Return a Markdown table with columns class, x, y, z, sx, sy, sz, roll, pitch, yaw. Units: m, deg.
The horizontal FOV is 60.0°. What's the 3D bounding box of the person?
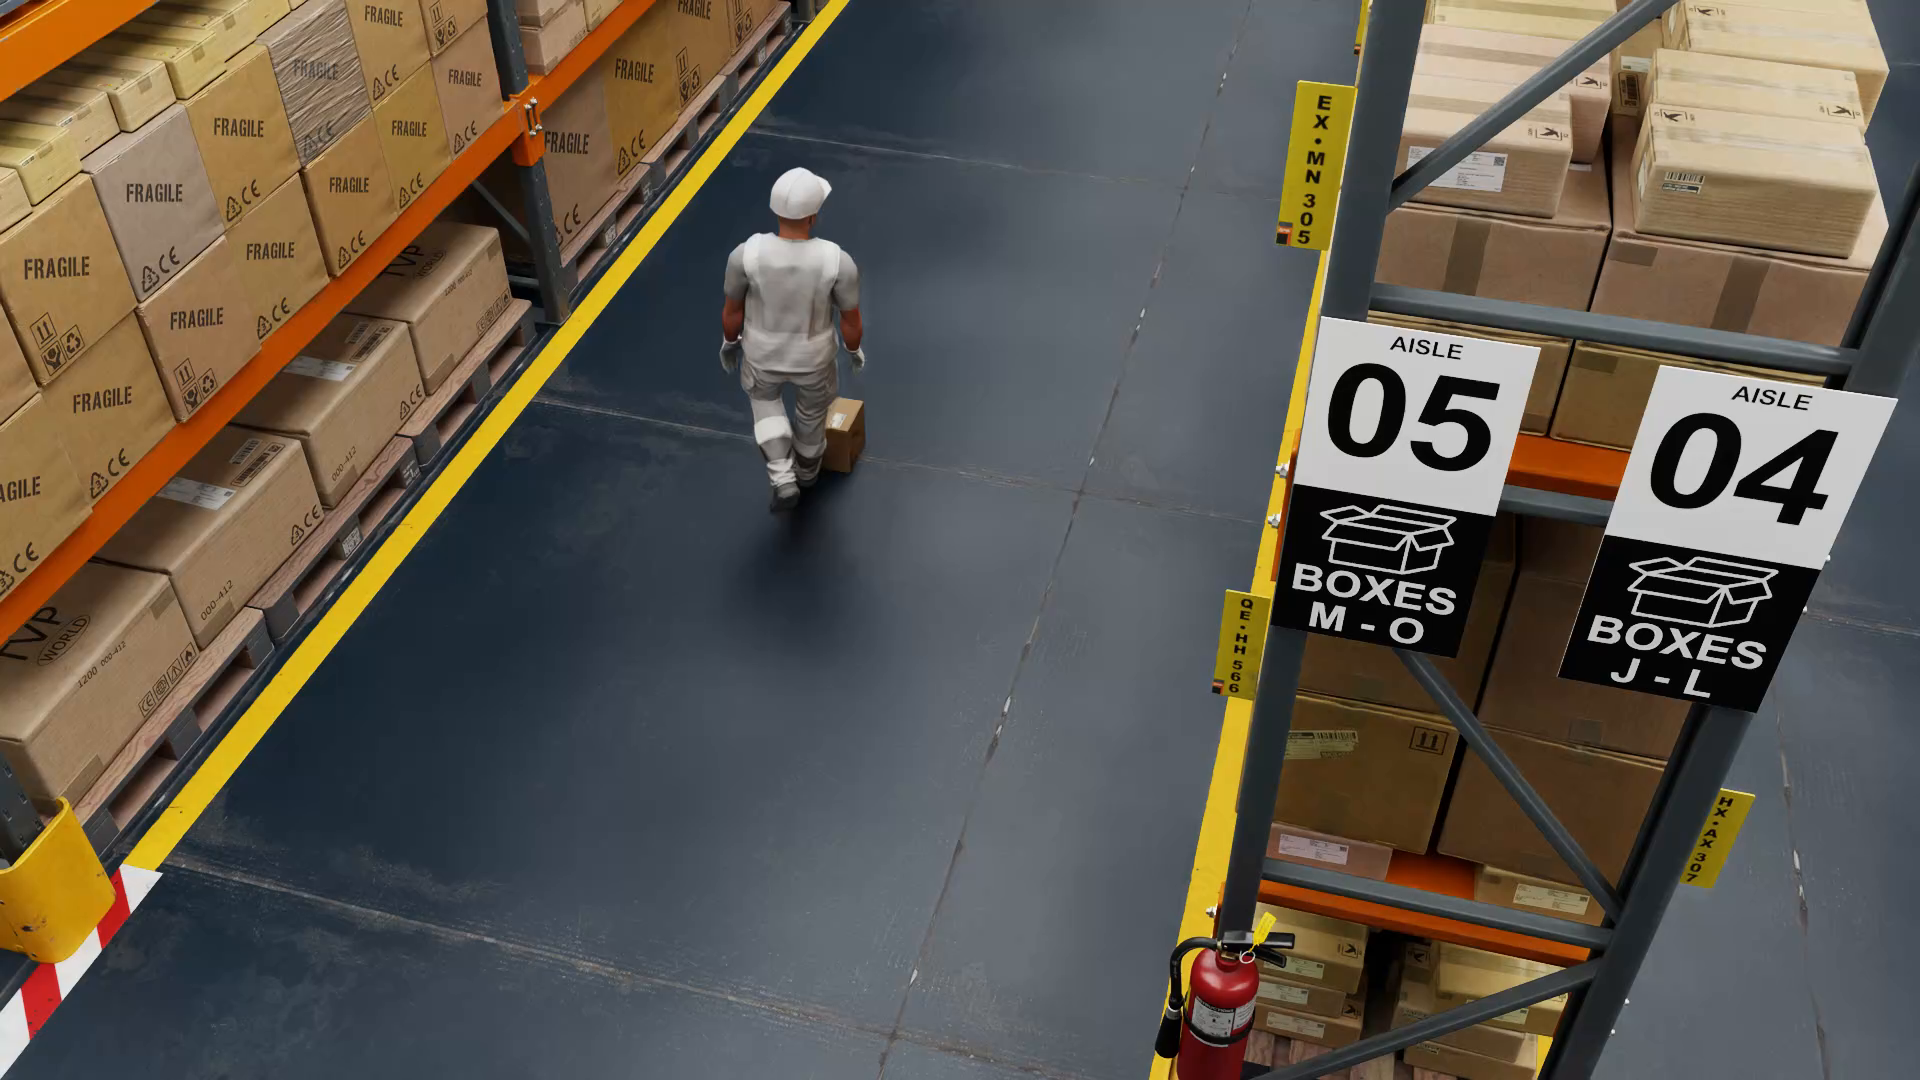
| class | x | y | z | sx | sy | sz | roll | pitch | yaw |
| --- | --- | --- | --- | --- | --- | --- | --- | --- | --- |
| person | -0.715 | -0.863 | 7.138 | 0.621 | 1.763 | 0.734 | 0 | 41 | 0 |
